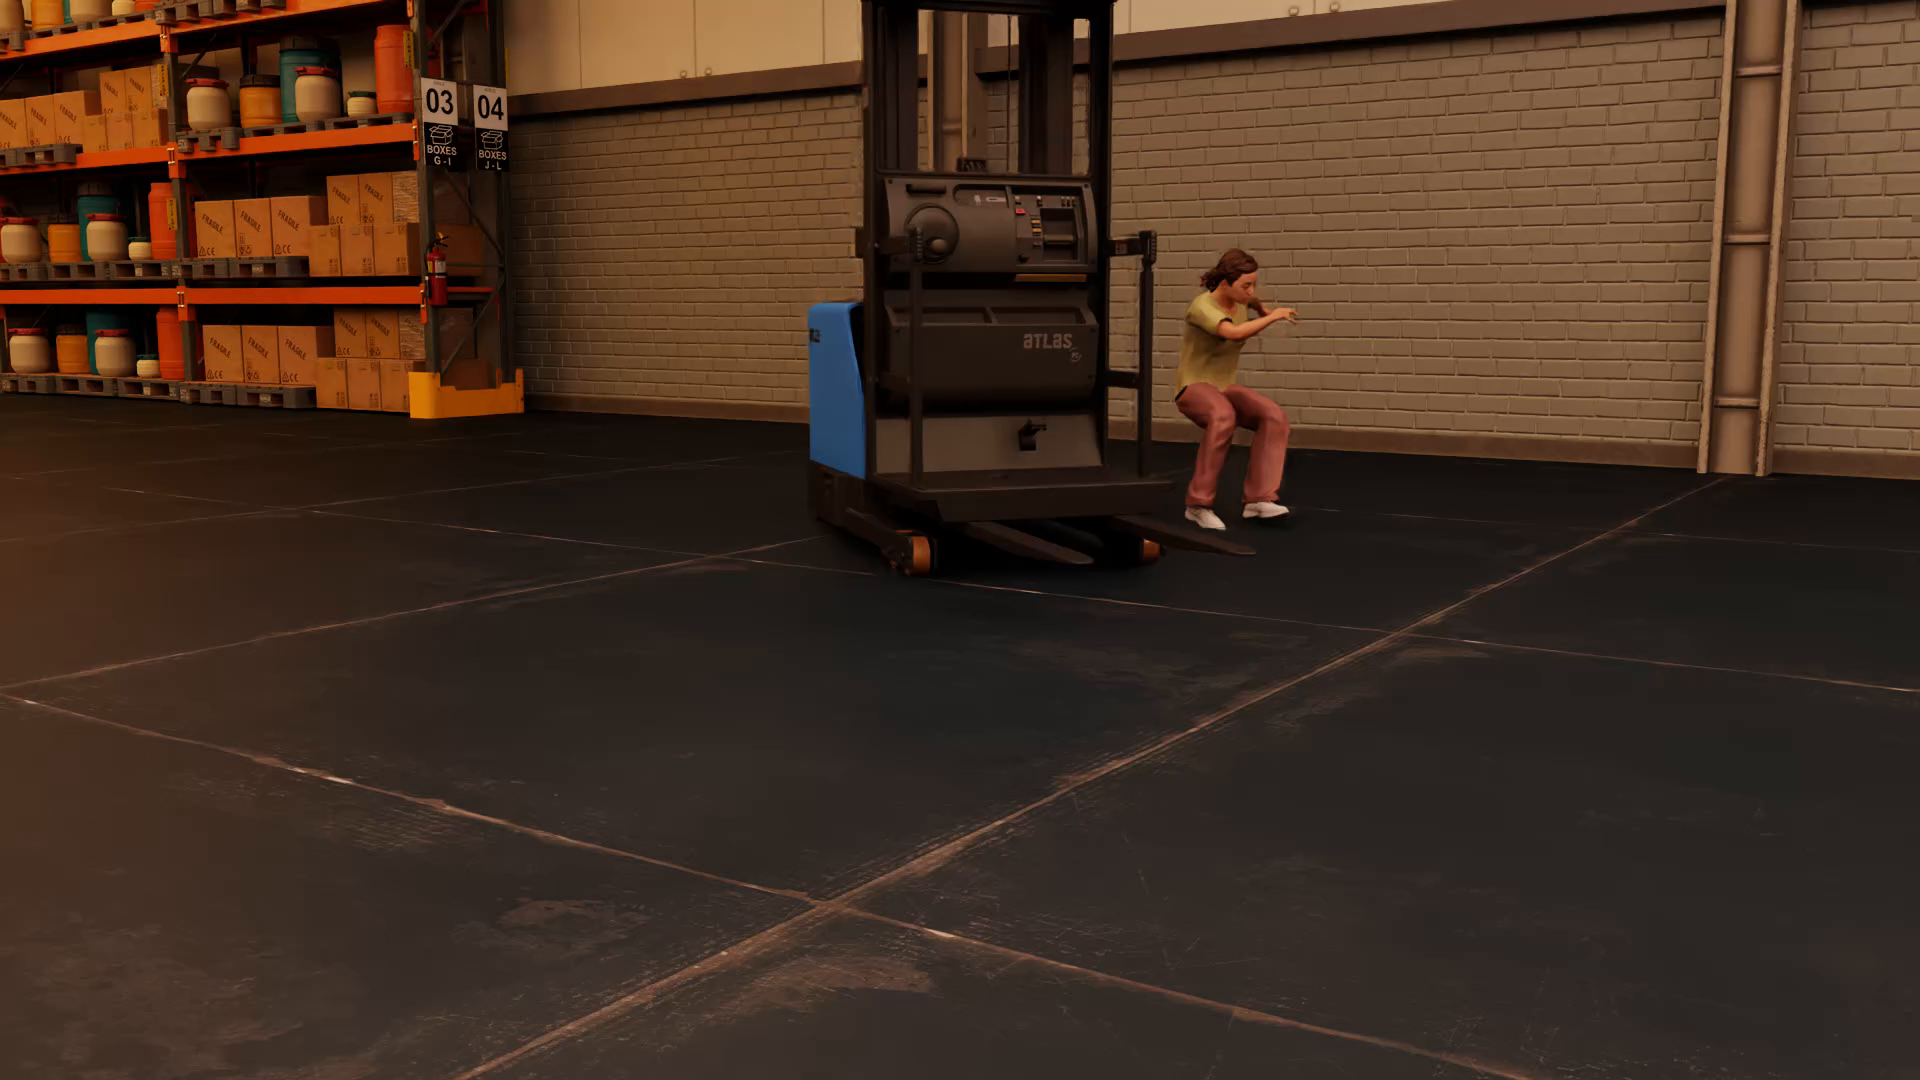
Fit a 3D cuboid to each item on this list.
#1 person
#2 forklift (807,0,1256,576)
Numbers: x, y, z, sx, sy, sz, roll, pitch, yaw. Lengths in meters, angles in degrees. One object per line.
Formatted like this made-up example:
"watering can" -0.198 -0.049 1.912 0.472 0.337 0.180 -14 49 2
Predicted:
"person" 1.504 -0.774 8.394 1.112 1.363 0.877 -6 10 -38
"forklift" 0.207 -1.370 6.827 1.130 2.935 3.031 -3 9 -19
